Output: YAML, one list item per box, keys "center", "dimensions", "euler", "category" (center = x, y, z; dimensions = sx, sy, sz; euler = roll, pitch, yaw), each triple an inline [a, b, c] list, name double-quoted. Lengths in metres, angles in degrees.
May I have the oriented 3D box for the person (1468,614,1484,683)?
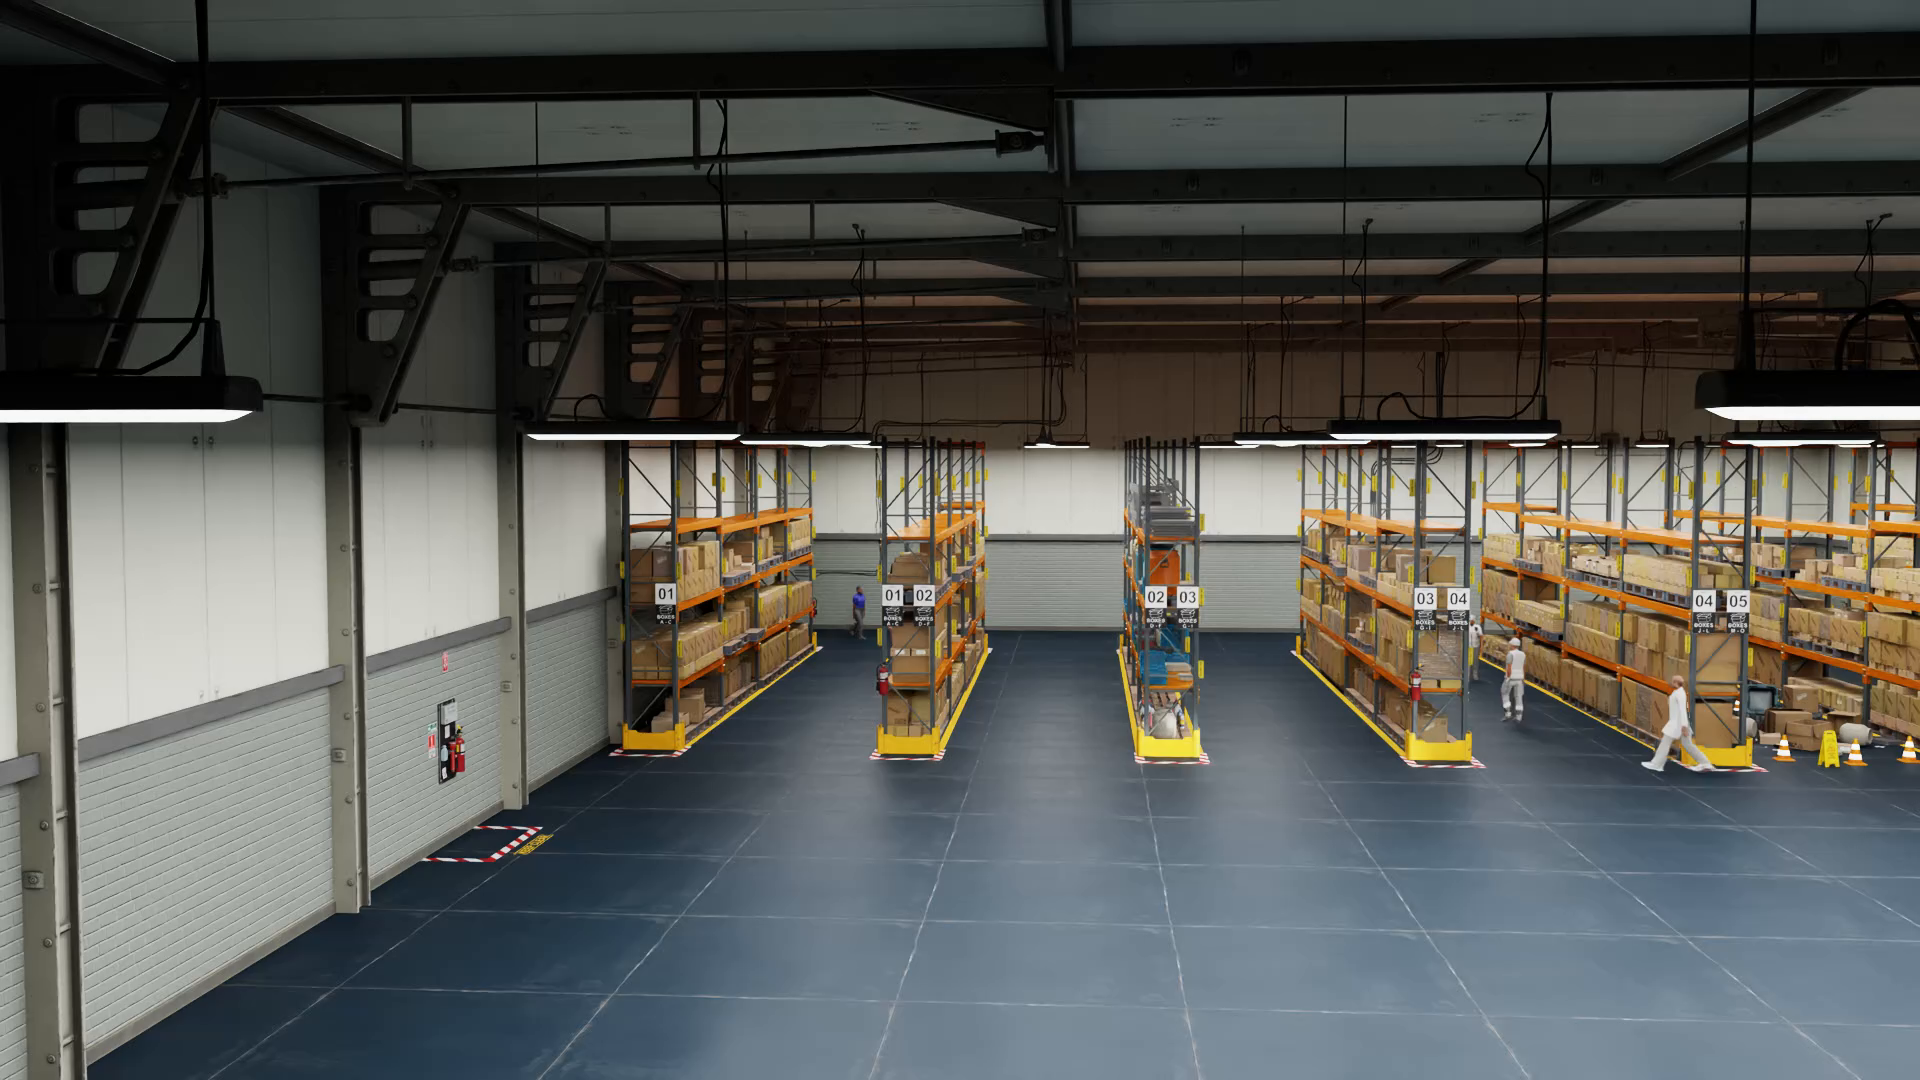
- center: [12.735, 2.690, 41.359]
  dimensions: [0.540, 1.671, 0.657]
  euler: [1, 3, 21]
  category: "person"

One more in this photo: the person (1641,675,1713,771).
- center: [12.793, 3.271, 29.619]
  dimensions: [1.153, 1.728, 0.673]
  euler: [2, 3, 29]
  category: "person"

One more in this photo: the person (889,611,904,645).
- center: [-1.783, 2.460, 46.276]
  dimensions: [0.586, 1.584, 0.695]
  euler: [1, 3, 13]
  category: "person"

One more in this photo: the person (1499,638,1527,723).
- center: [11.695, 2.968, 34.998]
  dimensions: [0.538, 1.807, 0.542]
  euler: [0, 3, -5]
  category: "person"

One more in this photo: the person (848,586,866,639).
- center: [-3.116, 2.202, 50.671]
  dimensions: [0.846, 1.598, 0.446]
  euler: [3, 4, 40]
  category: "person"
